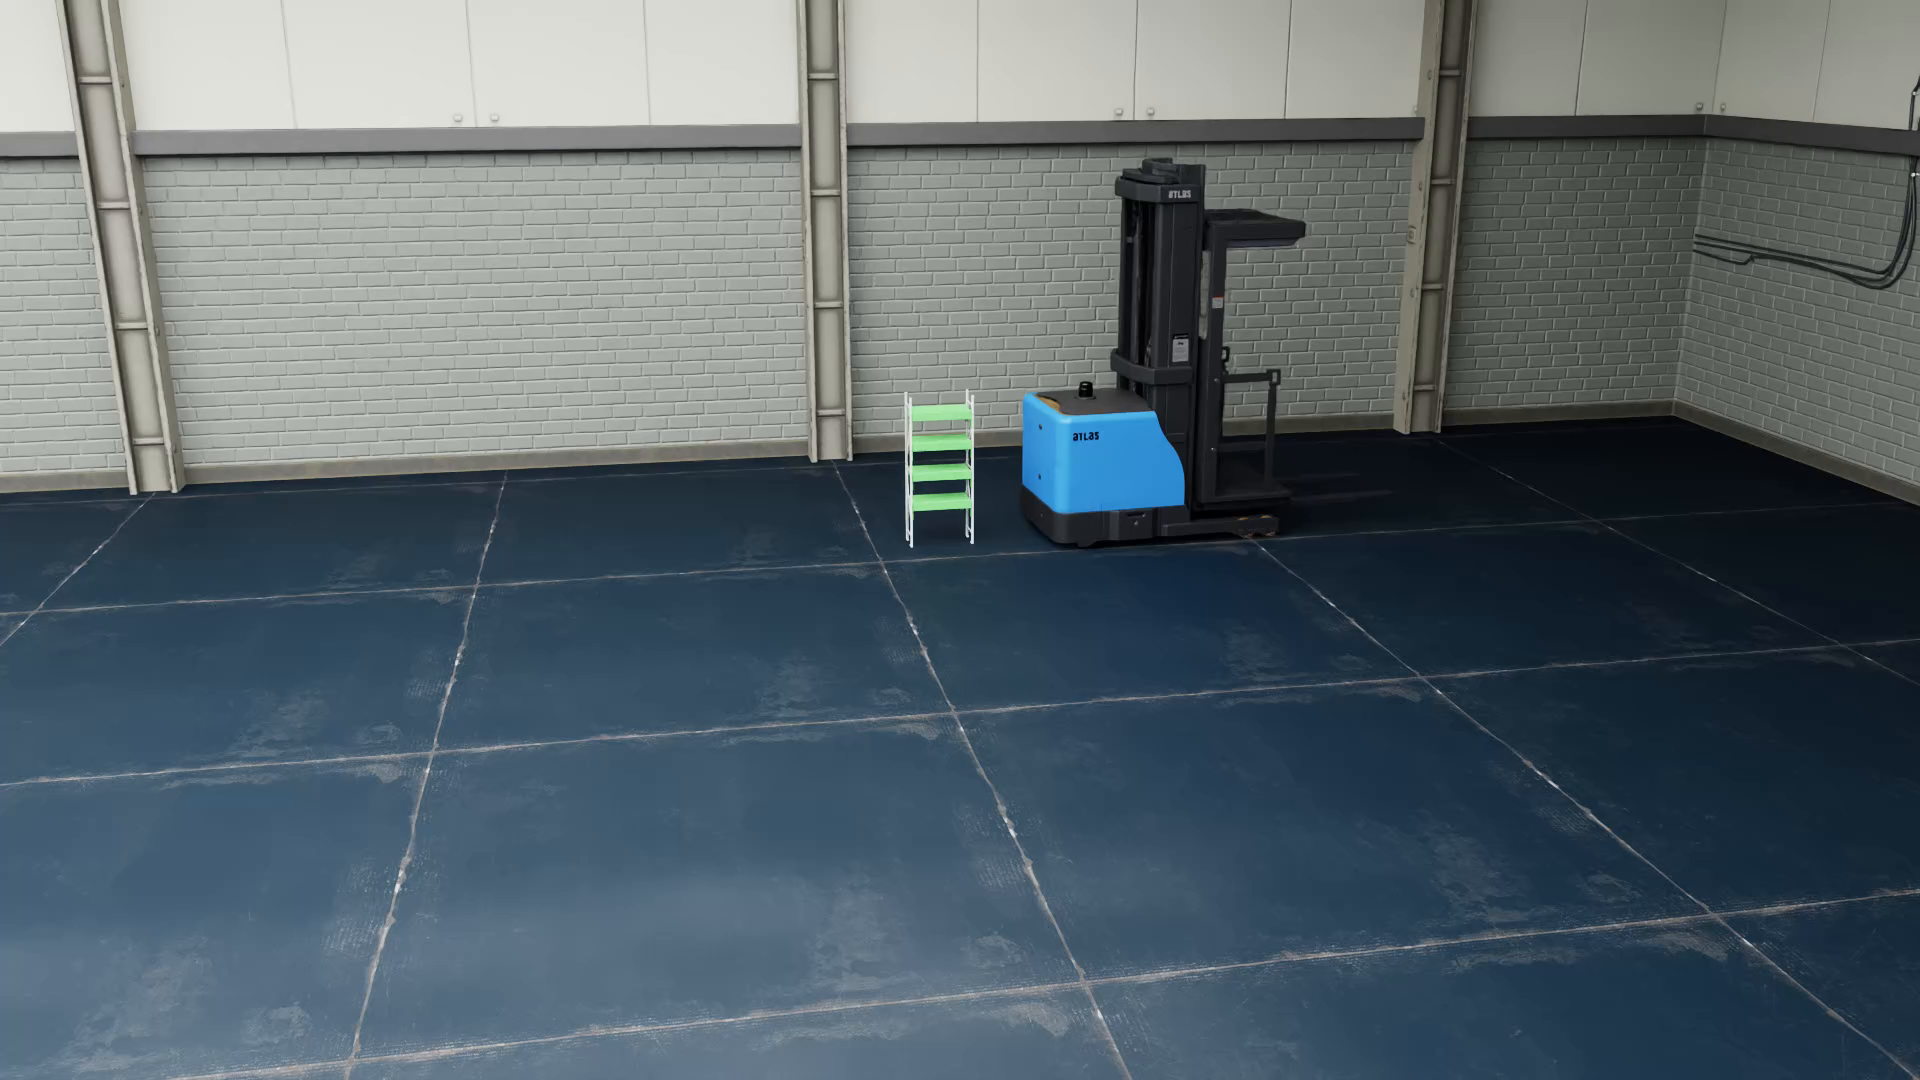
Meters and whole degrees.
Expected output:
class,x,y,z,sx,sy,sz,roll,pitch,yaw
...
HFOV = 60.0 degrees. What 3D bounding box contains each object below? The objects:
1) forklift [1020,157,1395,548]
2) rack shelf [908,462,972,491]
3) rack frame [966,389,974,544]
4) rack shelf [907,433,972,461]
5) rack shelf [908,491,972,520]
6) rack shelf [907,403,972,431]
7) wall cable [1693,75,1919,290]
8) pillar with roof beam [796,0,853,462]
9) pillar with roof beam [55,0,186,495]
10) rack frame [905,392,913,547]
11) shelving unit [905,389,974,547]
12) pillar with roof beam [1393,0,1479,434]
class,x,y,z,sx,sy,sz,roll,pitch,yaw
forklift,2.077,-1.561,13.401,3.031,2.935,1.130,-5,18,-14
rack shelf,-0.163,-0.503,13.124,0.480,0.148,0.258,-3,17,-10
rack frame,0.077,-0.578,13.150,0.015,1.200,0.240,-3,17,-10
rack shelf,-0.163,-0.733,13.054,0.480,0.148,0.258,-3,17,-10
rack shelf,-0.163,-0.274,13.195,0.480,0.148,0.258,-3,17,-10
rack shelf,-0.163,-0.962,12.983,0.480,0.148,0.258,-3,17,-10
wall cable,7.799,-3.723,15.394,0.112,2.526,3.097,-3,17,-10
pillar with roof beam,-0.419,-3.849,10.517,0.400,9.000,9.100,-3,17,-10
pillar with roof beam,-6.310,-3.515,9.429,0.400,9.000,9.100,-3,17,-10
rack frame,-0.402,-0.551,13.061,0.015,1.200,0.240,-3,17,-10
shelving unit,-0.163,-0.564,13.106,0.503,1.200,0.258,-3,17,-10
pillar with roof beam,5.472,-4.183,11.605,0.400,9.000,9.100,-3,17,-10
